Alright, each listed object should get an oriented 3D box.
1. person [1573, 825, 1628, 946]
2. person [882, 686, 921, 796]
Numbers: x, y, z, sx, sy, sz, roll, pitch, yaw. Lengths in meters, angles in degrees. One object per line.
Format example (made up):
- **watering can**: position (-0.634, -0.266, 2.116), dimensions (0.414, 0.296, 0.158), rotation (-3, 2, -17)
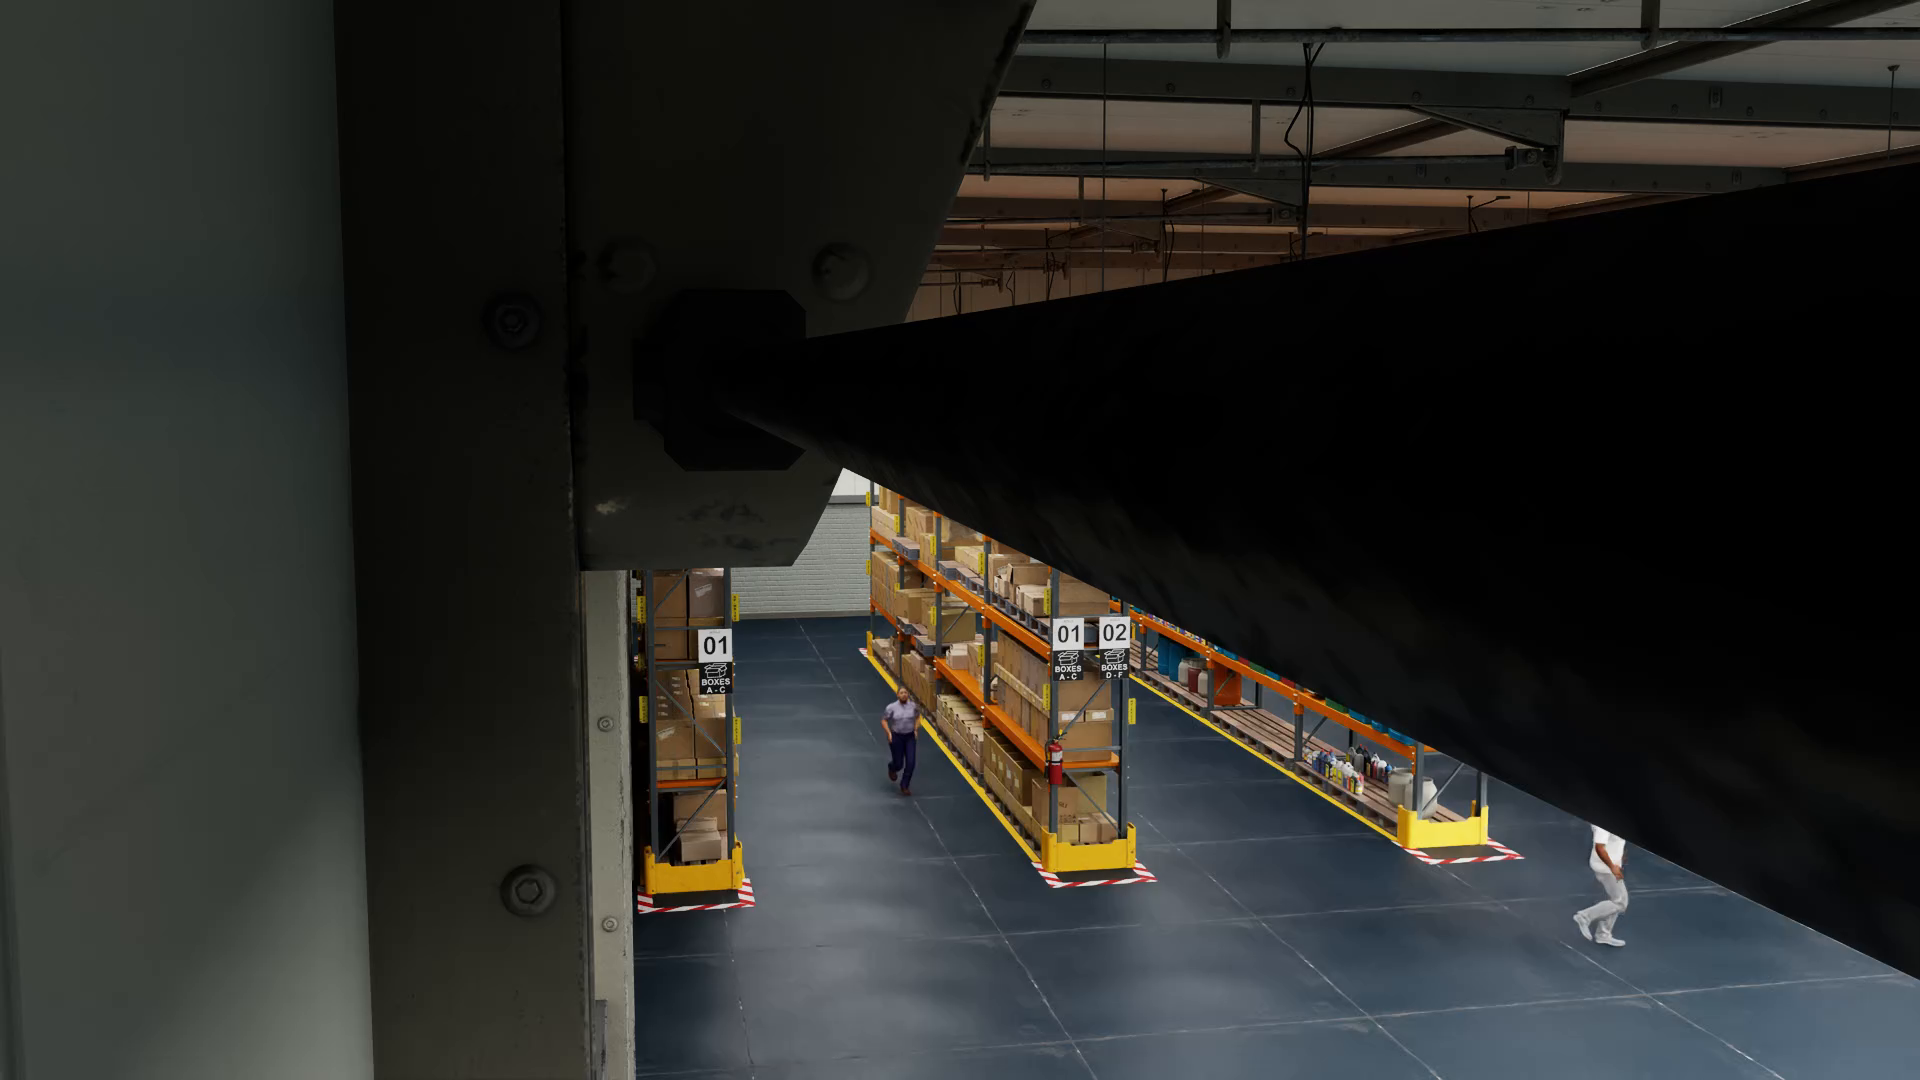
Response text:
- **person**: position (7.034, 3.576, 18.214), dimensions (0.577, 1.737, 0.714), rotation (2, 6, 15)
- **person**: position (-0.856, 2.963, 24.744), dimensions (0.609, 1.606, 0.566), rotation (-2, 6, -17)
